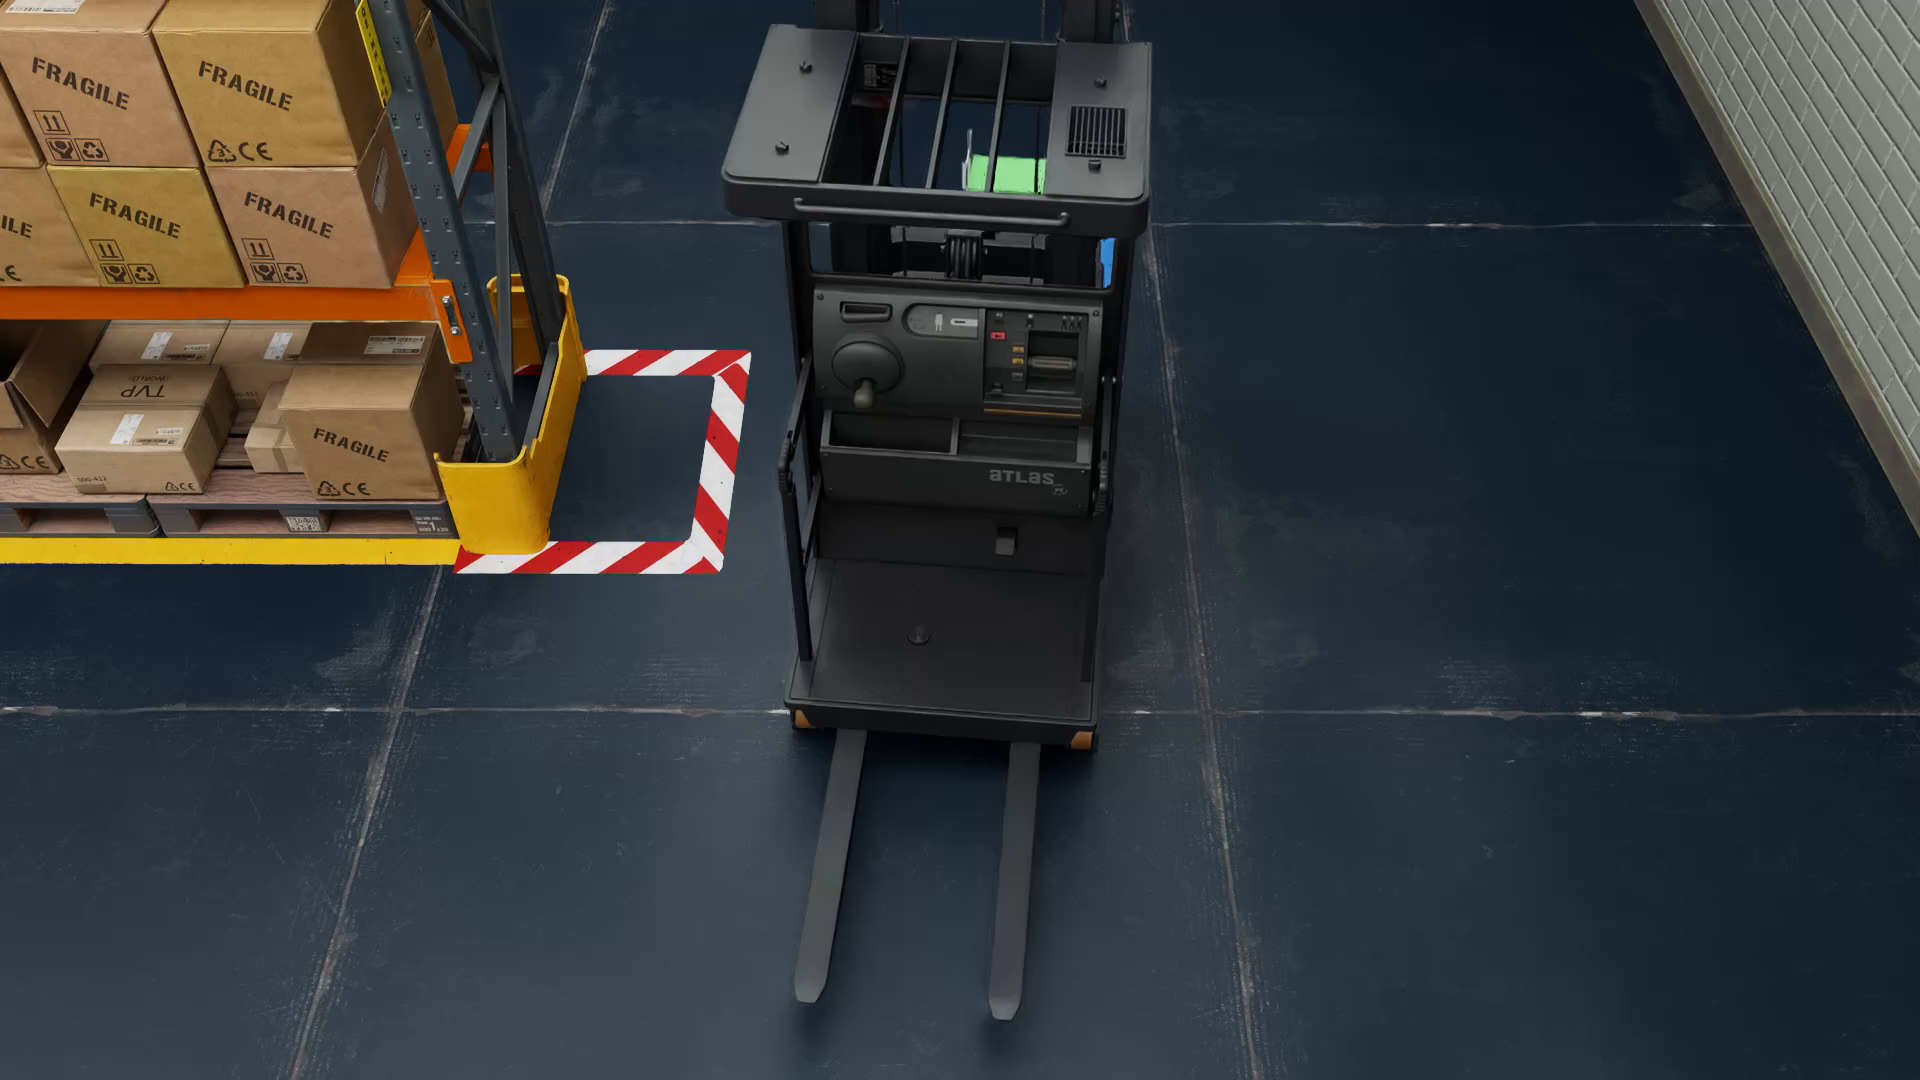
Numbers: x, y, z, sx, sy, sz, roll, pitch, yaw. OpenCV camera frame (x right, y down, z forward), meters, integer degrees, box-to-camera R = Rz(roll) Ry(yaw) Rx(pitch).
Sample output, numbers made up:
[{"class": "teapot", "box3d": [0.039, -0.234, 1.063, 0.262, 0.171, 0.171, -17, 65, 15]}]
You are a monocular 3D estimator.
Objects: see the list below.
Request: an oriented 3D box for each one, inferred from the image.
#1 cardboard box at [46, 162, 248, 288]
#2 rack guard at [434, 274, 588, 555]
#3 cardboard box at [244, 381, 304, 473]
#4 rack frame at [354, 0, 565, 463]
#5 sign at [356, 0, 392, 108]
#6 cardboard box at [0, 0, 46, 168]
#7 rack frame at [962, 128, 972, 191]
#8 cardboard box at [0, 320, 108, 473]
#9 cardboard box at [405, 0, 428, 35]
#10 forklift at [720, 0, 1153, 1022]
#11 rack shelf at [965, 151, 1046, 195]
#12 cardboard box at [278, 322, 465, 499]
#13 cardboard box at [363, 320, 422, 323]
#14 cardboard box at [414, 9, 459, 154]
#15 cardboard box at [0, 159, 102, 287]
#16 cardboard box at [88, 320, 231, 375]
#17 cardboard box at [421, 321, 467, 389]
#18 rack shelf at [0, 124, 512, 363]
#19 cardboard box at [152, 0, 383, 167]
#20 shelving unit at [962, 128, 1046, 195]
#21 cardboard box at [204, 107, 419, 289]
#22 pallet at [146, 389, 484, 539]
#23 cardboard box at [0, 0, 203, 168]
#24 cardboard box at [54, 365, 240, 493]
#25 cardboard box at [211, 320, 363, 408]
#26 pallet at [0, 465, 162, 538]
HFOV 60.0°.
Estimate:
[{"class": "cardboard box", "box3d": [-2.734, -1.226, 5.774, 0.500, 0.500, 0.500, 1, 47, 0]}, {"class": "rack guard", "box3d": [-1.842, -0.540, 6.911, 0.348, 0.500, 1.175, 0, 47, 0]}, {"class": "cardboard box", "box3d": [-2.715, -0.464, 6.768, 0.250, 0.166, 0.380, 0, 47, 0]}, {"class": "rack frame", "box3d": [-1.766, -1.391, 5.996, 0.127, 3.000, 1.000, 0, 47, 0]}, {"class": "sign", "box3d": [-1.788, -1.487, 5.078, 0.005, 0.325, 0.100, 0, 47, 0]}, {"class": "cardboard box", "box3d": [-3.236, -1.565, 5.406, 0.500, 0.500, 0.500, 1, 47, 1]}, {"class": "rack frame", "box3d": [0.028, -1.144, 6.991, 0.015, 1.200, 0.240, 4, 46, 4]}, {"class": "cardboard box", "box3d": [-3.887, -0.700, 6.758, 0.637, 0.503, 0.797, 0, 47, 0]}, {"class": "cardboard box", "box3d": [-2.209, -1.960, 5.774, 0.500, 0.500, 0.500, 1, 47, 1]}, {"class": "forklift", "box3d": [-0.028, -0.504, 5.217, 1.130, 2.935, 3.031, 4, 47, 4]}, {"class": "rack shelf", "box3d": [0.272, -1.416, 6.676, 0.480, 0.148, 0.258, 4, 46, 4]}, {"class": "cardboard box", "box3d": [-2.311, -0.511, 6.583, 0.500, 0.500, 0.500, 0, 47, 0]}, {"class": "cardboard box", "box3d": [-2.433, -0.829, 7.108, 0.250, 0.166, 0.380, 0, 47, 0]}, {"class": "cardboard box", "box3d": [-2.209, -1.620, 6.140, 0.500, 0.500, 0.500, 1, 47, 1]}, {"class": "cardboard box", "box3d": [-3.233, -1.232, 5.779, 0.500, 0.500, 0.500, 0, 47, 0]}, {"class": "cardboard box", "box3d": [-3.309, -0.816, 7.039, 0.500, 0.250, 0.500, 0, 47, 0]}, {"class": "cardboard box", "box3d": [-2.183, -0.823, 7.114, 0.250, 0.149, 0.380, 0, 47, 0]}, {"class": "rack shelf", "box3d": [-3.766, -1.152, 6.264, 4.000, 0.370, 1.077, 0, 47, 0]}, {"class": "cardboard box", "box3d": [-2.212, -1.566, 5.407, 0.500, 0.500, 0.500, 0, 47, 0]}, {"class": "shelving unit", "box3d": [0.271, -1.126, 6.975, 0.503, 1.200, 0.258, 4, 46, 4]}, {"class": "cardboard box", "box3d": [-2.215, -1.227, 5.775, 0.500, 0.500, 0.500, 1, 47, 1]}, {"class": "pallet", "box3d": [-2.639, -0.443, 7.018, 1.213, 0.211, 1.003, 0, 47, 0]}, {"class": "cardboard box", "box3d": [-2.717, -1.567, 5.408, 0.500, 0.500, 0.500, 1, 47, 1]}, {"class": "cardboard box", "box3d": [-3.261, -0.450, 6.698, 0.500, 0.250, 0.500, 0, 47, 0]}, {"class": "cardboard box", "box3d": [-2.809, -0.815, 7.037, 0.500, 0.250, 0.500, 0, 47, 0]}, {"class": "pallet", "box3d": [-3.856, -0.448, 7.023, 1.213, 0.211, 1.003, 0, 47, 0]}]
